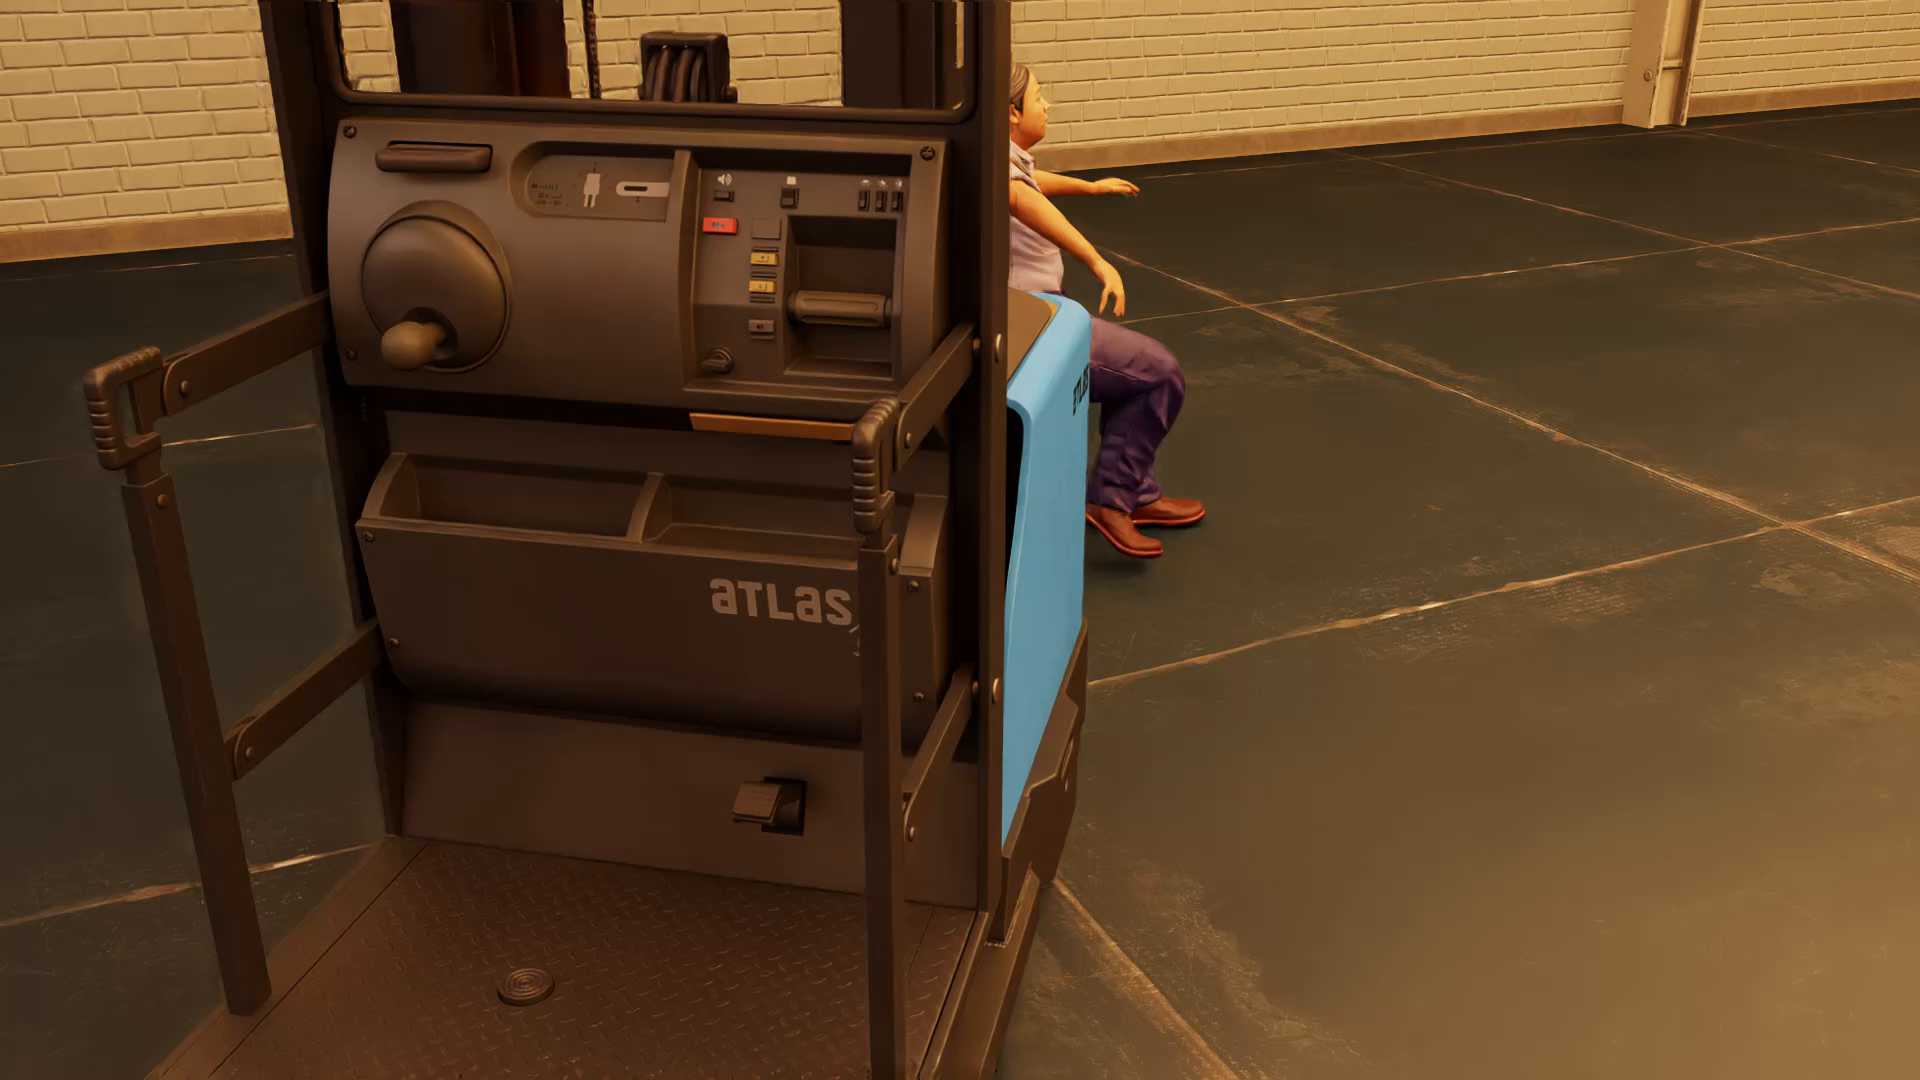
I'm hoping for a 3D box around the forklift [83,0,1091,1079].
[{"bbox_3d":[-0.524,-0.383,2.209,1.130,2.935,3.031,5,23,11],"label":"forklift"}]

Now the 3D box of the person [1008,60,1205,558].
[{"bbox_3d":[0.394,-0.660,4.829,0.802,1.419,0.995,-5,23,-12],"label":"person"}]
